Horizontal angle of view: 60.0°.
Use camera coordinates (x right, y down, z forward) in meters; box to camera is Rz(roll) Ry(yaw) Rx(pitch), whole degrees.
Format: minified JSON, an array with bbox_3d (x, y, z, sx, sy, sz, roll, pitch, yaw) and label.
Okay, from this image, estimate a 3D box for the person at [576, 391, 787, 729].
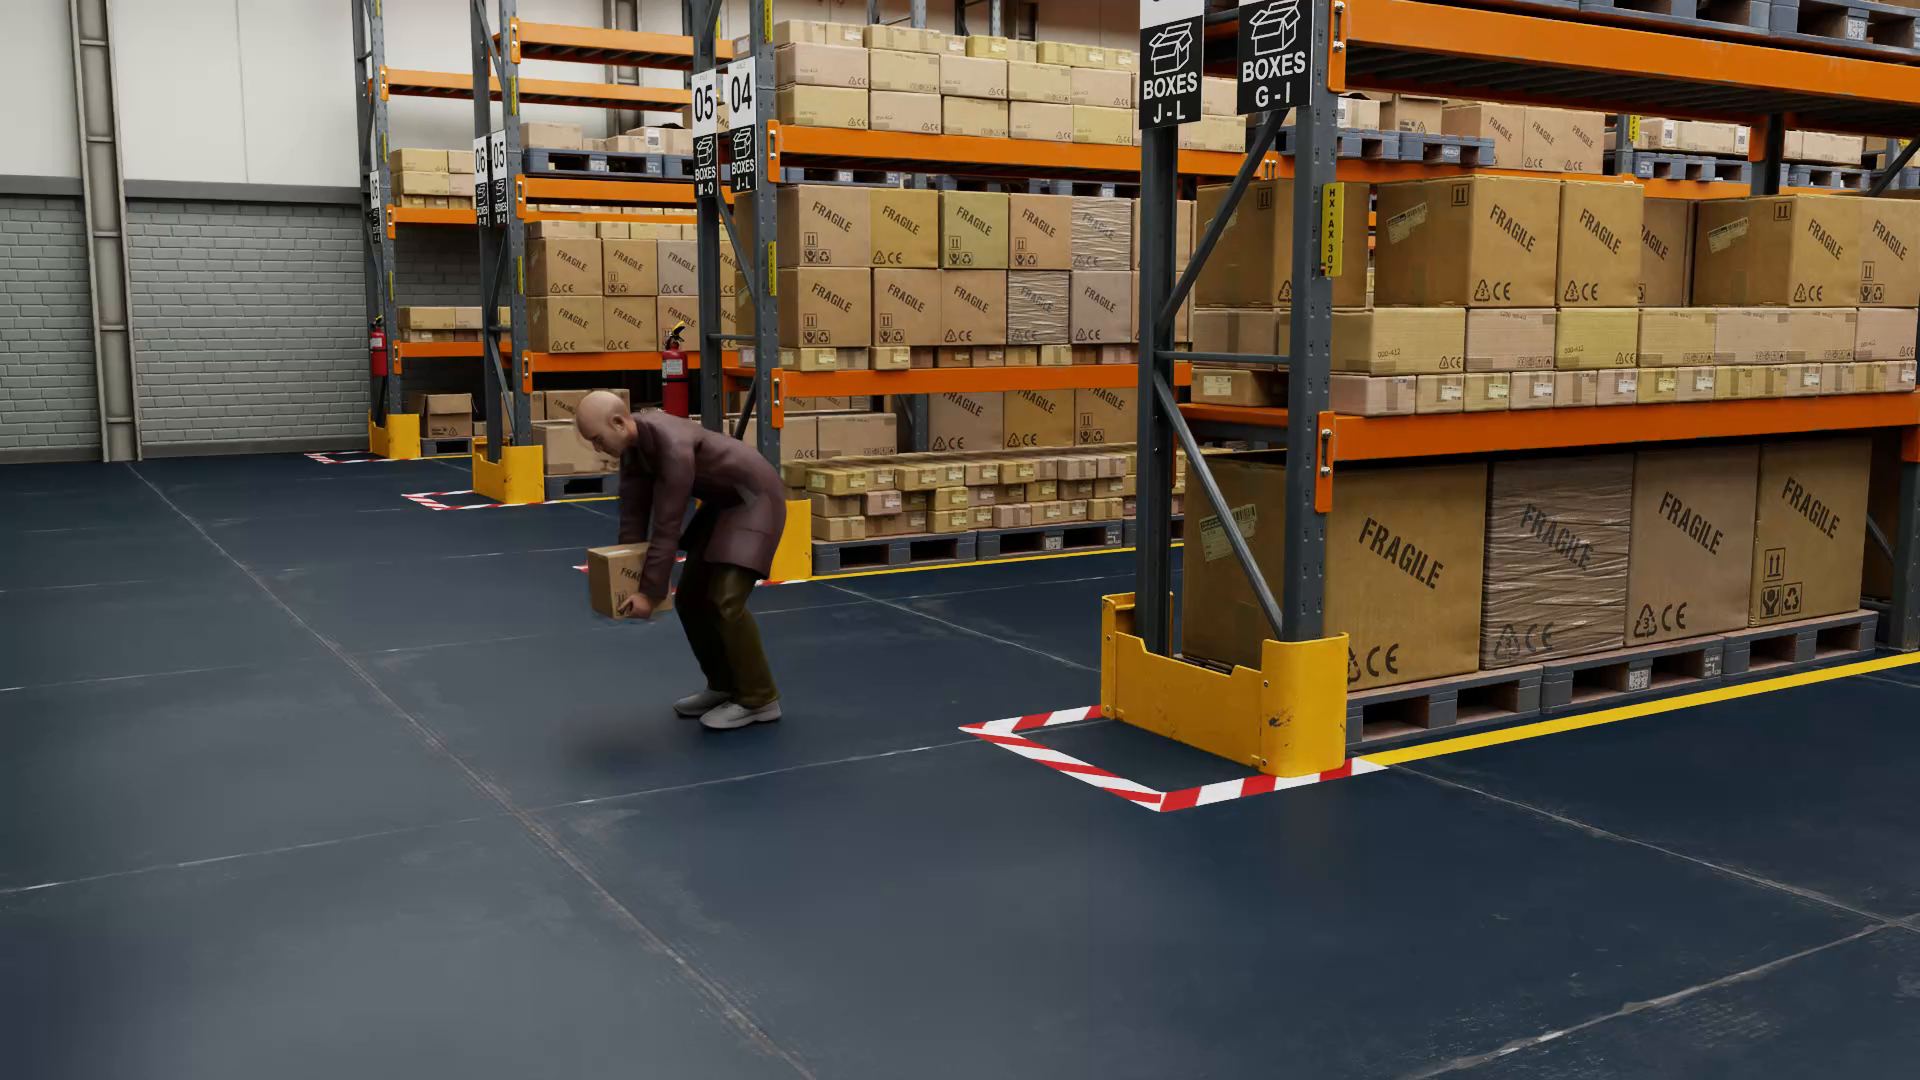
[{"bbox_3d":[-1.127,0.076,6.769,0.876,1.381,0.563,-5,9,-33],"label":"person"}]
